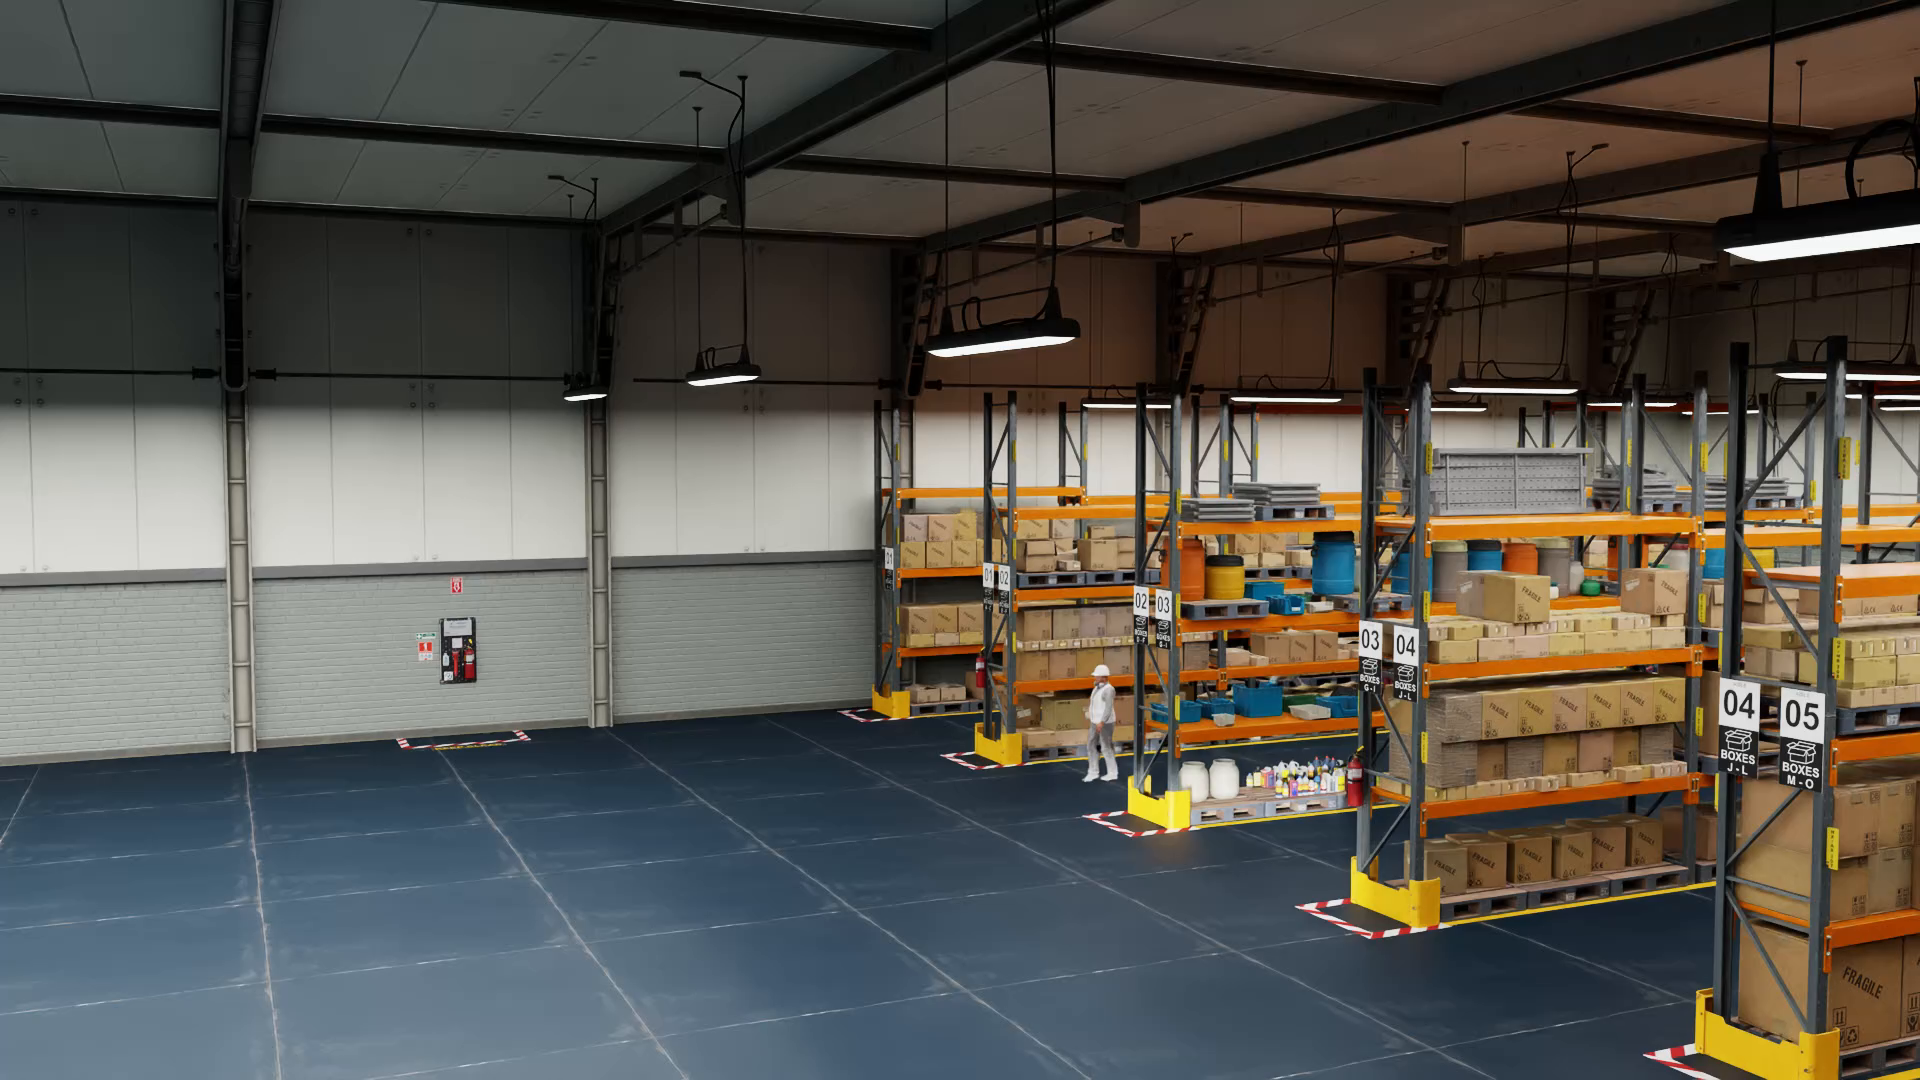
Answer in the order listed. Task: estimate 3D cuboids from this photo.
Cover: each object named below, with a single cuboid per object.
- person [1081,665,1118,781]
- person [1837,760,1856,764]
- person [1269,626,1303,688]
[{"bbox_3d":[2.151,2.818,25.413,0.550,1.826,0.581,-1,4,-22],"label":"person"},{"bbox_3d":[9.857,3.235,18.809,1.041,1.626,0.499,-1,4,-21],"label":"person"},{"bbox_3d":[6.378,2.354,32.884,1.069,1.715,0.552,-2,4,-28],"label":"person"}]
